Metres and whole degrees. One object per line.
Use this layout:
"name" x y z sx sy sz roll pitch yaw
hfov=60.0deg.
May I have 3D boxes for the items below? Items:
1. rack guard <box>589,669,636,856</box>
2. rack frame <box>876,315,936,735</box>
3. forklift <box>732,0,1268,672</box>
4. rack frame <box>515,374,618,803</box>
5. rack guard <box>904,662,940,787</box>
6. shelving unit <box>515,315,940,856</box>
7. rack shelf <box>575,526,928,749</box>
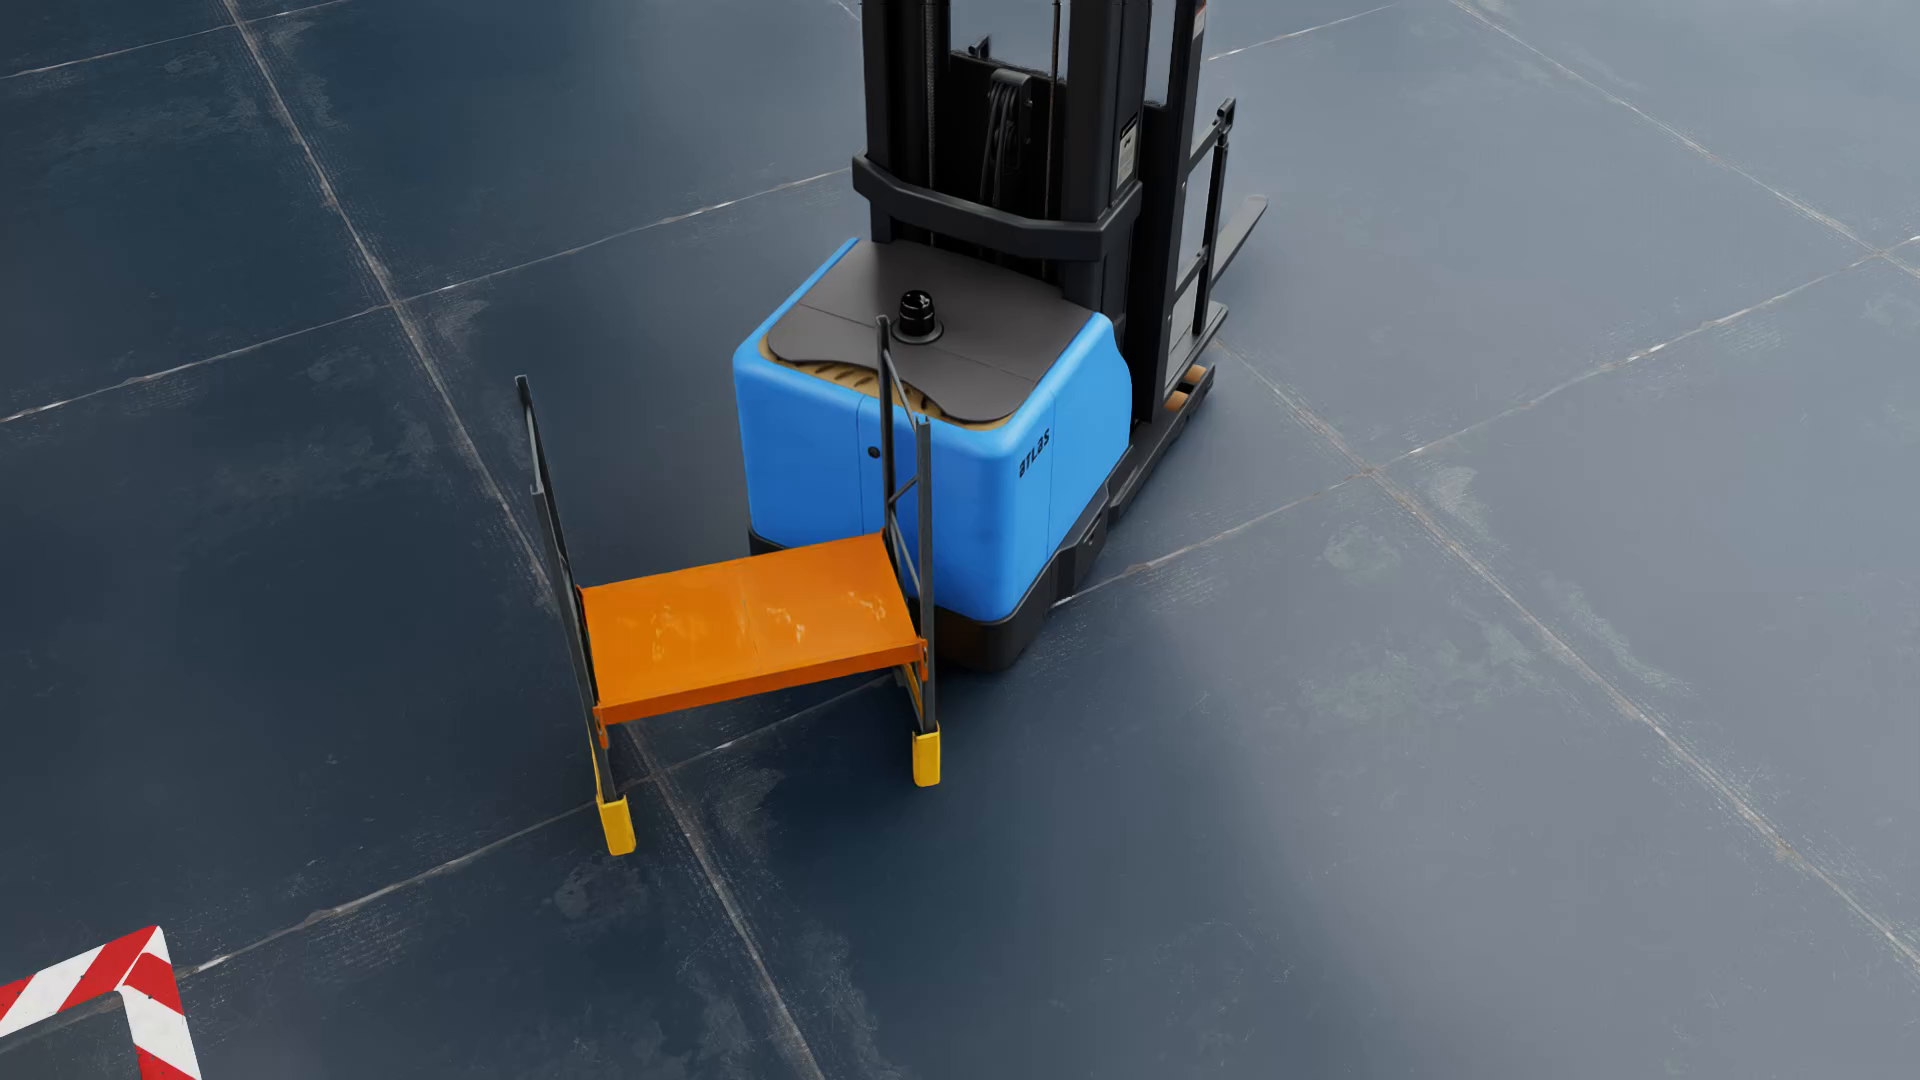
"rack guard" -1.137 0.702 5.347 0.087 0.250 0.587 -11 45 -11
"rack frame" -0.159 0.063 5.108 0.032 1.500 0.500 -11 45 -11
"forklift" 0.386 -1.623 5.818 1.130 2.935 3.031 20 48 20
"rack frame" -1.138 0.254 4.911 0.032 1.500 0.500 -11 45 -11
"rack guard" -0.178 0.515 5.539 0.087 0.250 0.587 -11 45 -11
"shelving unit" -0.657 0.160 5.008 1.083 1.500 0.587 -11 45 -11
"rack shelf" -0.649 0.288 5.135 1.000 0.185 0.538 -11 45 -11
